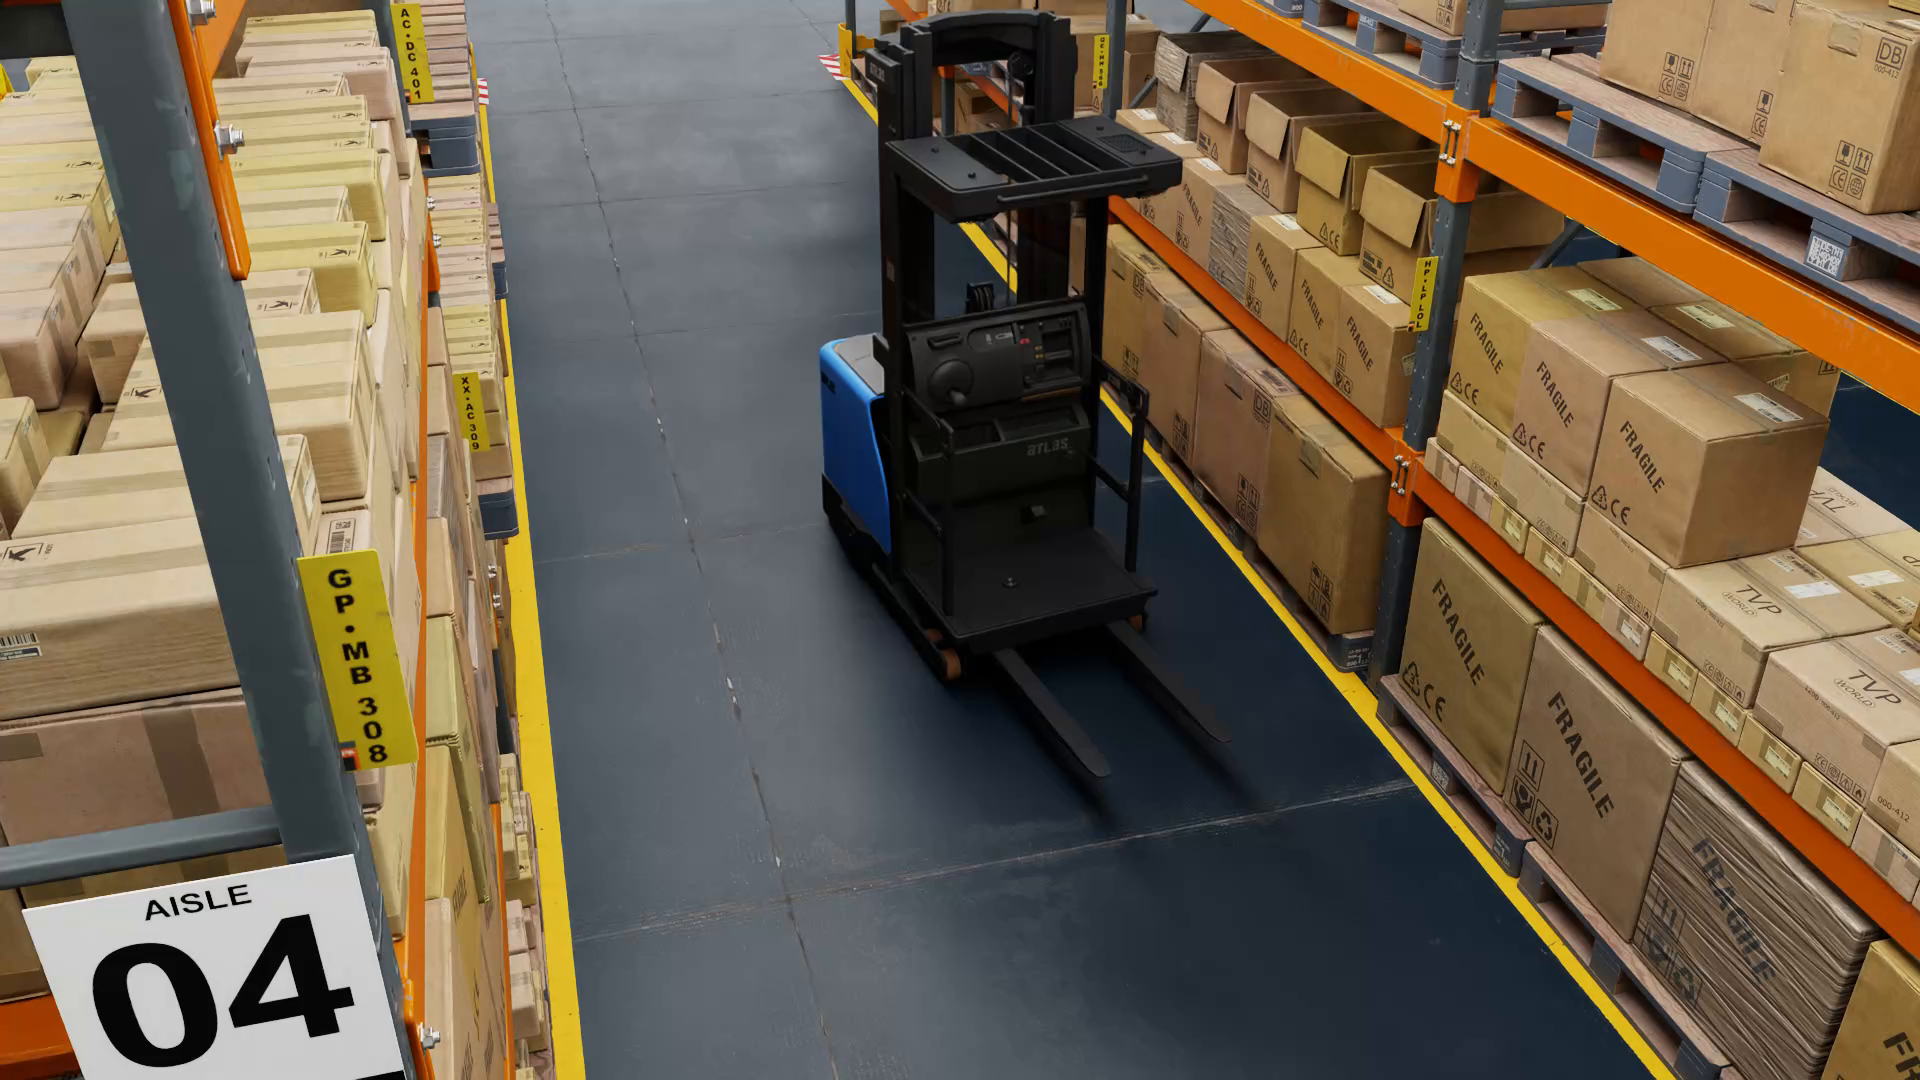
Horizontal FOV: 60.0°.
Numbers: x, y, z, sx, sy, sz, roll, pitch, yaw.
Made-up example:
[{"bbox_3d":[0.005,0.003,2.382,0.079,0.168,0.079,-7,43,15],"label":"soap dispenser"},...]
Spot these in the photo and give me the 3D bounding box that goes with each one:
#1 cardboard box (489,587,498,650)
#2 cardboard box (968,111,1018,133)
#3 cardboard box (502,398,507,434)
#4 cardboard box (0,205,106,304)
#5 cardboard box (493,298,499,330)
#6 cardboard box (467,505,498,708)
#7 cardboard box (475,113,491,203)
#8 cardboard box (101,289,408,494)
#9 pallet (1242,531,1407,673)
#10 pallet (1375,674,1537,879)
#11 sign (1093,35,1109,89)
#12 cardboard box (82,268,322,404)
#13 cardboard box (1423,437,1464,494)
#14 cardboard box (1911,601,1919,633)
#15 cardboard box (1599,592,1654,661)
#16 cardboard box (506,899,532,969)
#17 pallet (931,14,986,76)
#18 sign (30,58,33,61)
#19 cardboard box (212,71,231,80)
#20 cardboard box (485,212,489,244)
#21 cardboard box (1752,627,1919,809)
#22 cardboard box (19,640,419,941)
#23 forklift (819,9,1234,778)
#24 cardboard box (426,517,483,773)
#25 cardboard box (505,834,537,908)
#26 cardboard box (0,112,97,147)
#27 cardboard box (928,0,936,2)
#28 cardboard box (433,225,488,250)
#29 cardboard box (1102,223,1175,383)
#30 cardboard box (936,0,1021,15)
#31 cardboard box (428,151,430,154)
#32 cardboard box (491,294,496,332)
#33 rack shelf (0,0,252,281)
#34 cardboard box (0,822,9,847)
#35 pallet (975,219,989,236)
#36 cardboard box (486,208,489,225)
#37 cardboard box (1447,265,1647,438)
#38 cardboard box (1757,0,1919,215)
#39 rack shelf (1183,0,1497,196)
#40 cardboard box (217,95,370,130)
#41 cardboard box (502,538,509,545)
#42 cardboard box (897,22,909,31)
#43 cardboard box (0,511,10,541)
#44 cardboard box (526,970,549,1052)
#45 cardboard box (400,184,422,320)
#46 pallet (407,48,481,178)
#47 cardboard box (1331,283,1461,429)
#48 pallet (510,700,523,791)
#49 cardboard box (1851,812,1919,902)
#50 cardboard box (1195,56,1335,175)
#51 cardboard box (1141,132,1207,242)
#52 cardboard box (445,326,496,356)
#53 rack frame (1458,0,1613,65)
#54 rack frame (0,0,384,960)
[{"bbox_3d":[-1.876,0.301,5.987,0.380,0.149,0.250,-9,31,-15],"label":"cardboard box"},{"bbox_3d":[0.477,-3.308,14.028,0.700,0.500,0.500,-10,32,-17],"label":"cardboard box"},{"bbox_3d":[-2.091,-0.482,6.921,0.380,0.149,0.250,-7,31,-12],"label":"cardboard box"},{"bbox_3d":[-2.048,-0.583,3.521,0.380,0.149,0.250,-9,31,-15],"label":"cardboard box"},{"bbox_3d":[-2.427,-1.101,7.990,0.380,0.149,0.250,-9,31,-16],"label":"cardboard box"},{"bbox_3d":[-1.813,0.250,5.427,0.500,0.500,0.500,-9,31,-15],"label":"cardboard box"},{"bbox_3d":[-4.223,-2.809,12.935,1.050,0.750,0.750,-8,31,-14],"label":"cardboard box"},{"bbox_3d":[-1.417,-0.287,3.407,0.500,0.250,0.500,-7,31,-13],"label":"cardboard box"},{"bbox_3d":[2.181,0.209,8.679,1.003,0.211,1.213,-8,31,-13],"label":"pallet"},{"bbox_3d":[2.585,0.949,7.400,1.003,0.211,1.213,-8,31,-13],"label":"pallet"},{"bbox_3d":[0.876,-2.958,10.289,0.100,0.325,0.005,-8,31,-13],"label":"sign"},{"bbox_3d":[-1.442,-0.396,3.198,0.380,0.149,0.250,-7,31,-12],"label":"cardboard box"},{"bbox_3d":[2.216,-0.340,7.093,0.380,0.149,0.250,-8,31,-13],"label":"cardboard box"},{"bbox_3d":[3.377,0.149,5.102,0.500,0.500,0.500,-9,31,-15],"label":"cardboard box"},{"bbox_3d":[2.560,0.286,6.012,0.380,0.149,0.250,-7,31,-13],"label":"cardboard box"},{"bbox_3d":[-1.672,1.399,5.672,0.380,0.149,0.250,-9,31,-16],"label":"cardboard box"},{"bbox_3d":[0.397,-4.028,13.406,1.003,0.211,1.213,-8,31,-13],"label":"pallet"},{"bbox_3d":[-2.885,-1.642,5.188,0.100,0.325,0.005,-8,31,-13],"label":"sign"},{"bbox_3d":[-2.454,-1.210,5.003,0.500,0.250,0.500,-7,31,-12],"label":"cardboard box"},{"bbox_3d":[-2.632,-1.604,8.562,0.380,0.149,0.250,-8,31,-13],"label":"cardboard box"},{"bbox_3d":[2.866,0.543,5.170,0.500,0.250,0.500,-9,31,-15],"label":"cardboard box"},{"bbox_3d":[-1.162,0.423,2.680,0.500,0.250,0.500,-7,31,-12],"label":"cardboard box"},{"bbox_3d":[0.285,-0.827,7.754,1.130,2.935,3.031,-13,32,-21],"label":"forklift"},{"bbox_3d":[-1.548,0.308,4.330,0.500,0.500,0.500,-9,31,-15],"label":"cardboard box"},{"bbox_3d":[-1.789,1.265,6.201,0.380,0.149,0.250,-9,31,-15],"label":"cardboard box"},{"bbox_3d":[-2.232,-0.971,4.192,0.380,0.149,0.250,-9,31,-15],"label":"cardboard box"},{"bbox_3d":[-0.071,-4.706,14.637,0.380,0.149,0.250,-8,31,-13],"label":"cardboard box"},{"bbox_3d":[-2.431,-1.361,7.844,0.380,0.149,0.250,-7,31,-12],"label":"cardboard box"},{"bbox_3d":[1.560,-1.494,10.538,1.225,0.875,0.875,-9,31,-16],"label":"cardboard box"},{"bbox_3d":[0.411,-4.538,13.079,1.000,1.000,1.000,-8,31,-13],"label":"cardboard box"},{"bbox_3d":[-2.776,-1.990,8.931,0.380,0.149,0.250,-8,31,-14],"label":"cardboard box"},{"bbox_3d":[-2.295,-0.983,7.489,0.380,0.149,0.250,-7,31,-11],"label":"cardboard box"},{"bbox_3d":[-1.820,-1.343,3.308,1.077,0.370,4.000,-8,31,-13],"label":"rack shelf"},{"bbox_3d":[-1.657,0.269,2.448,0.500,0.250,0.500,-9,31,-15],"label":"cardboard box"},{"bbox_3d":[0.543,-2.917,14.078,1.003,0.211,1.213,-8,31,-13],"label":"pallet"},{"bbox_3d":[-2.774,-1.732,9.080,0.380,0.149,0.250,-8,31,-13],"label":"cardboard box"},{"bbox_3d":[2.339,-0.759,6.670,0.500,0.500,0.500,-8,31,-13],"label":"cardboard box"},{"bbox_3d":[2.864,-1.300,4.889,0.700,0.500,0.500,-7,31,-11],"label":"cardboard box"},{"bbox_3d":[1.927,-2.588,8.451,1.077,0.370,4.000,-8,31,-13],"label":"rack shelf"},{"bbox_3d":[-1.720,-1.030,4.293,0.380,0.149,0.250,-9,31,-15],"label":"cardboard box"},{"bbox_3d":[-2.696,-0.269,8.797,0.500,0.500,0.500,-9,31,-16],"label":"cardboard box"},{"bbox_3d":[-0.386,-4.943,16.872,0.500,0.500,0.500,0,30,0],"label":"cardboard box"},{"bbox_3d":[-1.652,0.034,2.455,0.380,0.149,0.250,-7,31,-13],"label":"cardboard box"},{"bbox_3d":[-1.643,1.671,5.795,0.380,0.149,0.250,-8,31,-13],"label":"cardboard box"},{"bbox_3d":[-1.839,-0.814,4.818,0.500,0.250,0.500,-8,31,-13],"label":"cardboard box"},{"bbox_3d":[-2.412,-1.554,6.134,1.213,0.211,1.003,-8,31,-13],"label":"pallet"},{"bbox_3d":[2.071,-0.868,7.656,0.500,0.500,0.500,-8,31,-13],"label":"cardboard box"},{"bbox_3d":[-2.559,0.806,7.646,1.003,0.211,1.213,-8,31,-13],"label":"pallet"},{"bbox_3d":[2.906,0.909,4.936,0.380,0.149,0.250,-7,31,-12],"label":"cardboard box"},{"bbox_3d":[1.745,-2.374,9.257,0.797,0.503,0.637,-7,31,-12],"label":"cardboard box"},{"bbox_3d":[1.402,-2.091,9.768,0.500,0.500,0.500,-9,31,-15],"label":"cardboard box"},{"bbox_3d":[-2.092,-0.741,6.773,0.380,0.149,0.250,-7,31,-12],"label":"cardboard box"},{"bbox_3d":[2.458,-3.232,5.851,1.000,3.000,0.127,-8,31,-13],"label":"rack frame"},{"bbox_3d":[-1.289,-0.689,1.458,1.000,3.000,0.127,-8,31,-13],"label":"rack frame"}]
